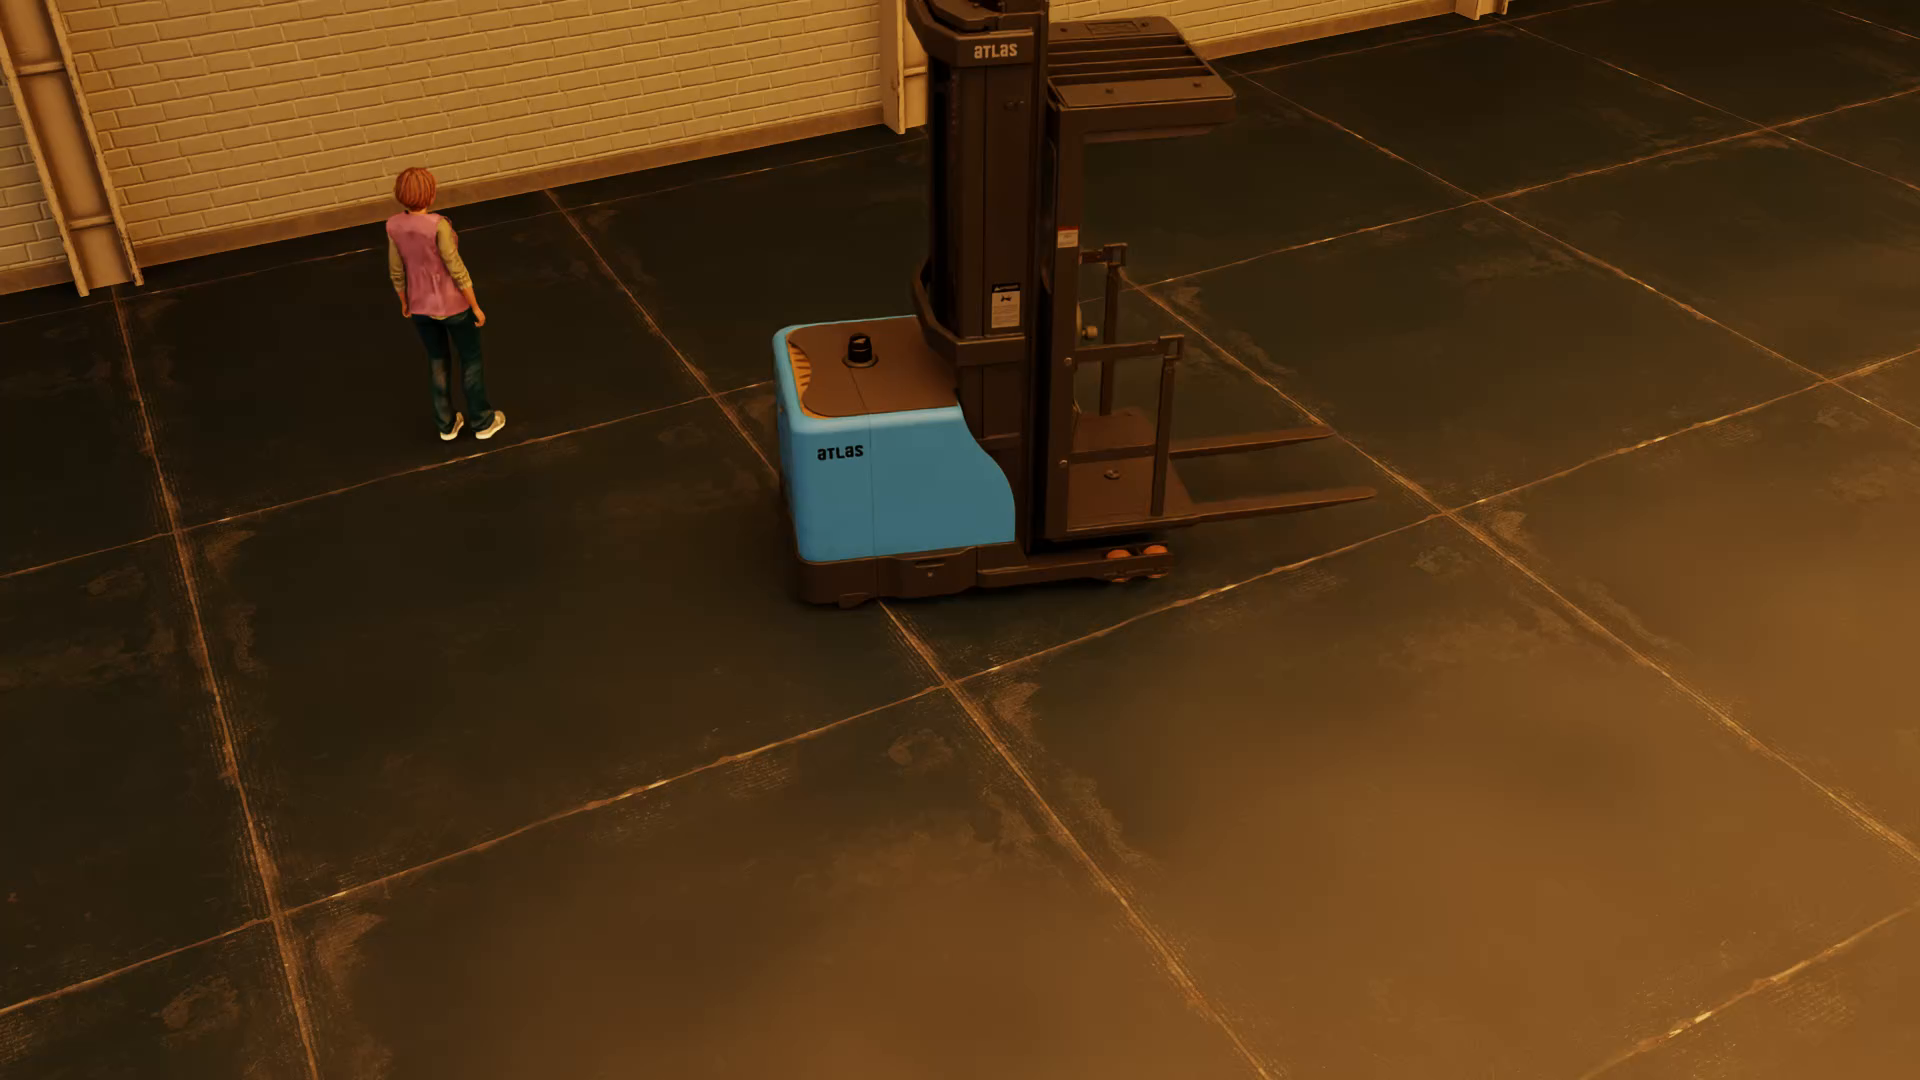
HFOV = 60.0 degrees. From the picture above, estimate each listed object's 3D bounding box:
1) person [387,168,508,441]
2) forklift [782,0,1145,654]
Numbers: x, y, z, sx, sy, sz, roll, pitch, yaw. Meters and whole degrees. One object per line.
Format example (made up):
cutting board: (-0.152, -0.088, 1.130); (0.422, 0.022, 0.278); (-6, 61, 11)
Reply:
person: (-2.827, -1.264, 9.079); (0.407, 1.588, 0.322); (6, 36, 9)
forklift: (0.209, -1.509, 8.258); (1.130, 2.935, 3.031); (14, 37, 18)
